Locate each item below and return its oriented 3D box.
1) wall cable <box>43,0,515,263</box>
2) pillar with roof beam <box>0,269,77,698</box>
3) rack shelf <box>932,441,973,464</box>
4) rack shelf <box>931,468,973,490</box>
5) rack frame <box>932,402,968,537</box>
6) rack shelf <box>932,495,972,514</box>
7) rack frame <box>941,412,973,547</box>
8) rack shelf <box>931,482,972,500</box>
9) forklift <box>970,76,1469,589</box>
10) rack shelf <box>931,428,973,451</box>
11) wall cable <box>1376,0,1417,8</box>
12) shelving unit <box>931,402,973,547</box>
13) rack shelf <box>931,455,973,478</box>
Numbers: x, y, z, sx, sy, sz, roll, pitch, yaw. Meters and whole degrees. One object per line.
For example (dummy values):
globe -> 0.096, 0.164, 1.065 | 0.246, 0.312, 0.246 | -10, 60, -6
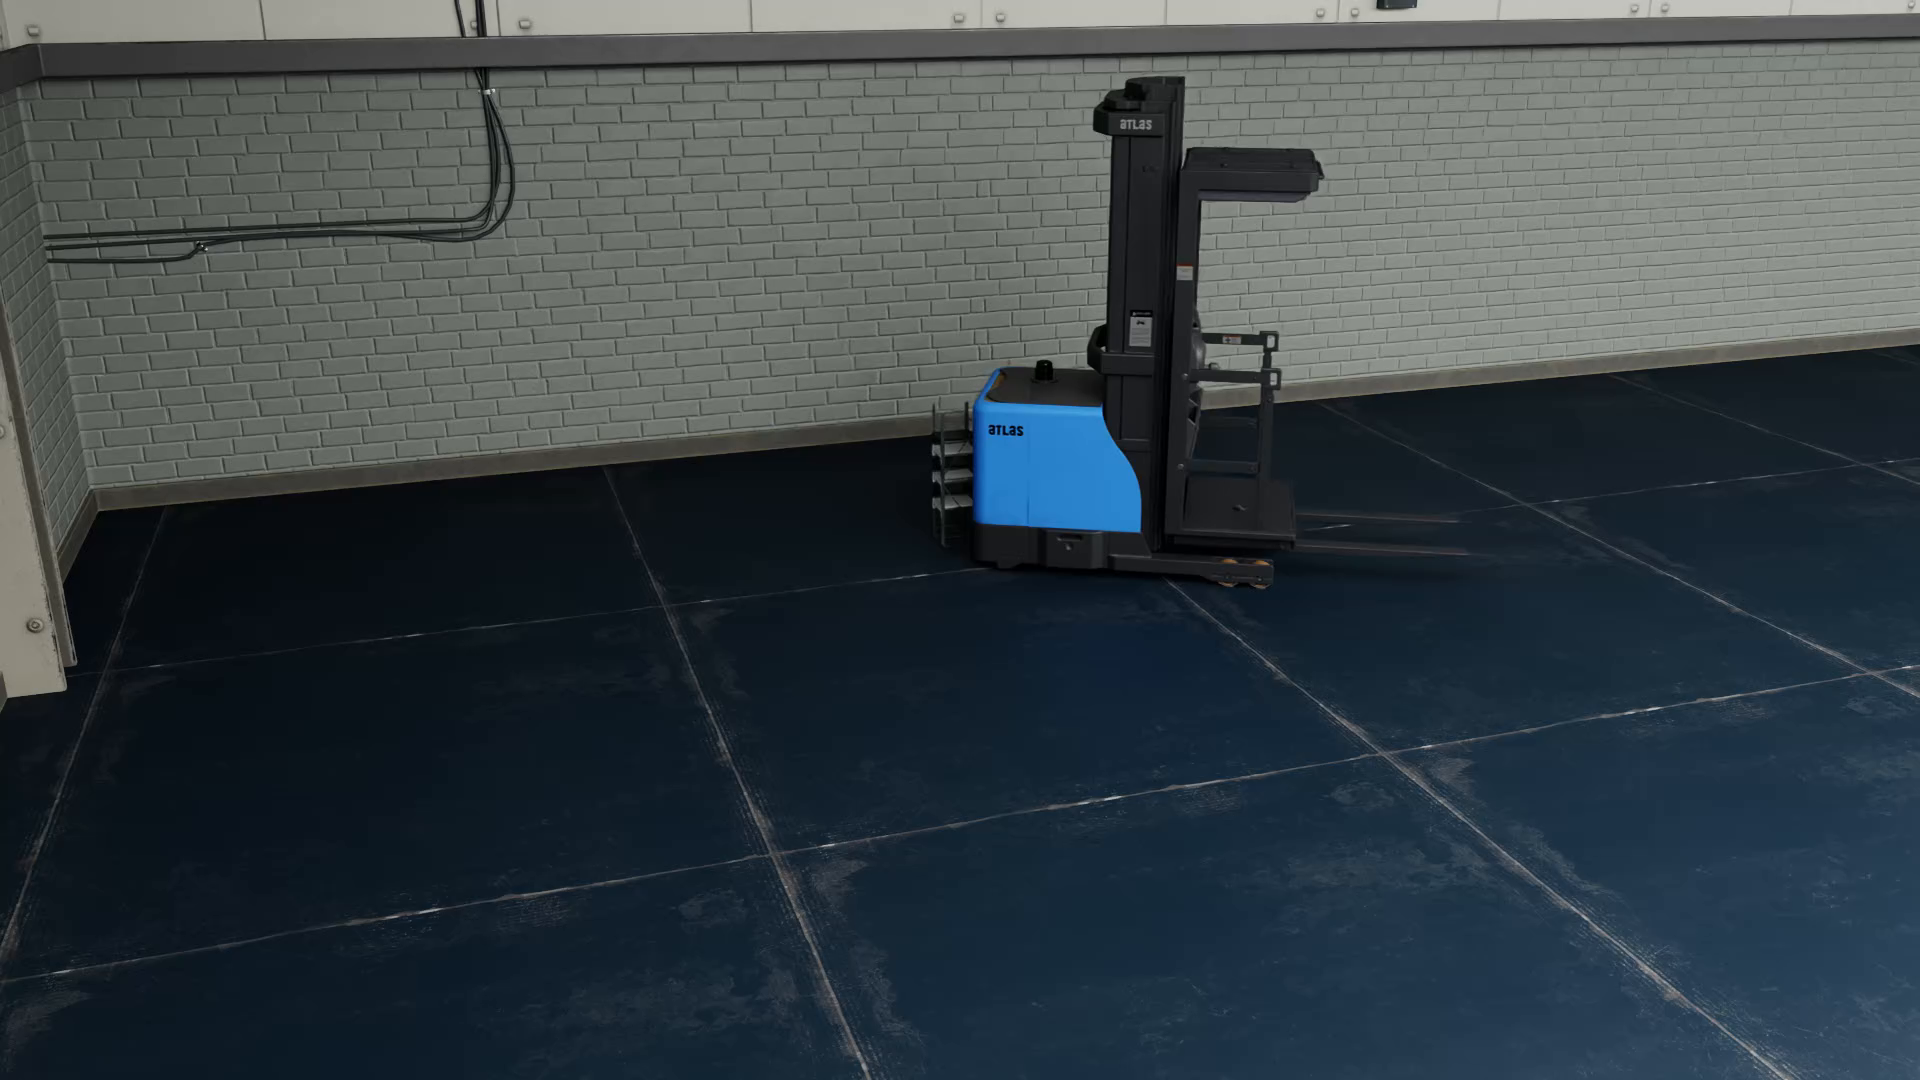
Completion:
wall cable -> -4.569, -3.117, 10.876 | 3.097, 2.526, 0.112 | -6, 21, -17
pillar with roof beam -> -0.811, -3.950, 8.601 | 9.100, 9.000, 0.400 | -6, 21, -17
rack shelf -> -0.034, -0.562, 10.717 | 0.258, 0.077, 0.200 | -6, 21, -16
rack shelf -> -0.034, -0.393, 10.778 | 0.258, 0.077, 0.200 | -6, 21, -16
rack frame -> -0.063, -0.457, 10.858 | 0.240, 0.900, 0.006 | -6, 21, -16
rack shelf -> -0.034, -0.224, 10.839 | 0.258, 0.077, 0.200 | -6, 21, -16
rack frame -> -0.006, -0.391, 10.675 | 0.240, 0.900, 0.006 | -6, 21, -16
rack shelf -> -0.034, -0.308, 10.808 | 0.258, 0.077, 0.200 | -6, 21, -16
forklift -> 1.628, -1.277, 10.137 | 3.031, 2.935, 1.130 | 3, 20, 9
rack shelf -> -0.034, -0.647, 10.687 | 0.258, 0.077, 0.200 | -6, 21, -16
wall cable -> 4.448, -7.182, 12.570 | 2.305, 6.003, 0.169 | -6, 21, -17
shelving unit -> -0.034, -0.424, 10.767 | 0.258, 0.900, 0.210 | -6, 21, -16
rack shelf -> -0.034, -0.478, 10.747 | 0.258, 0.077, 0.200 | -6, 21, -16
